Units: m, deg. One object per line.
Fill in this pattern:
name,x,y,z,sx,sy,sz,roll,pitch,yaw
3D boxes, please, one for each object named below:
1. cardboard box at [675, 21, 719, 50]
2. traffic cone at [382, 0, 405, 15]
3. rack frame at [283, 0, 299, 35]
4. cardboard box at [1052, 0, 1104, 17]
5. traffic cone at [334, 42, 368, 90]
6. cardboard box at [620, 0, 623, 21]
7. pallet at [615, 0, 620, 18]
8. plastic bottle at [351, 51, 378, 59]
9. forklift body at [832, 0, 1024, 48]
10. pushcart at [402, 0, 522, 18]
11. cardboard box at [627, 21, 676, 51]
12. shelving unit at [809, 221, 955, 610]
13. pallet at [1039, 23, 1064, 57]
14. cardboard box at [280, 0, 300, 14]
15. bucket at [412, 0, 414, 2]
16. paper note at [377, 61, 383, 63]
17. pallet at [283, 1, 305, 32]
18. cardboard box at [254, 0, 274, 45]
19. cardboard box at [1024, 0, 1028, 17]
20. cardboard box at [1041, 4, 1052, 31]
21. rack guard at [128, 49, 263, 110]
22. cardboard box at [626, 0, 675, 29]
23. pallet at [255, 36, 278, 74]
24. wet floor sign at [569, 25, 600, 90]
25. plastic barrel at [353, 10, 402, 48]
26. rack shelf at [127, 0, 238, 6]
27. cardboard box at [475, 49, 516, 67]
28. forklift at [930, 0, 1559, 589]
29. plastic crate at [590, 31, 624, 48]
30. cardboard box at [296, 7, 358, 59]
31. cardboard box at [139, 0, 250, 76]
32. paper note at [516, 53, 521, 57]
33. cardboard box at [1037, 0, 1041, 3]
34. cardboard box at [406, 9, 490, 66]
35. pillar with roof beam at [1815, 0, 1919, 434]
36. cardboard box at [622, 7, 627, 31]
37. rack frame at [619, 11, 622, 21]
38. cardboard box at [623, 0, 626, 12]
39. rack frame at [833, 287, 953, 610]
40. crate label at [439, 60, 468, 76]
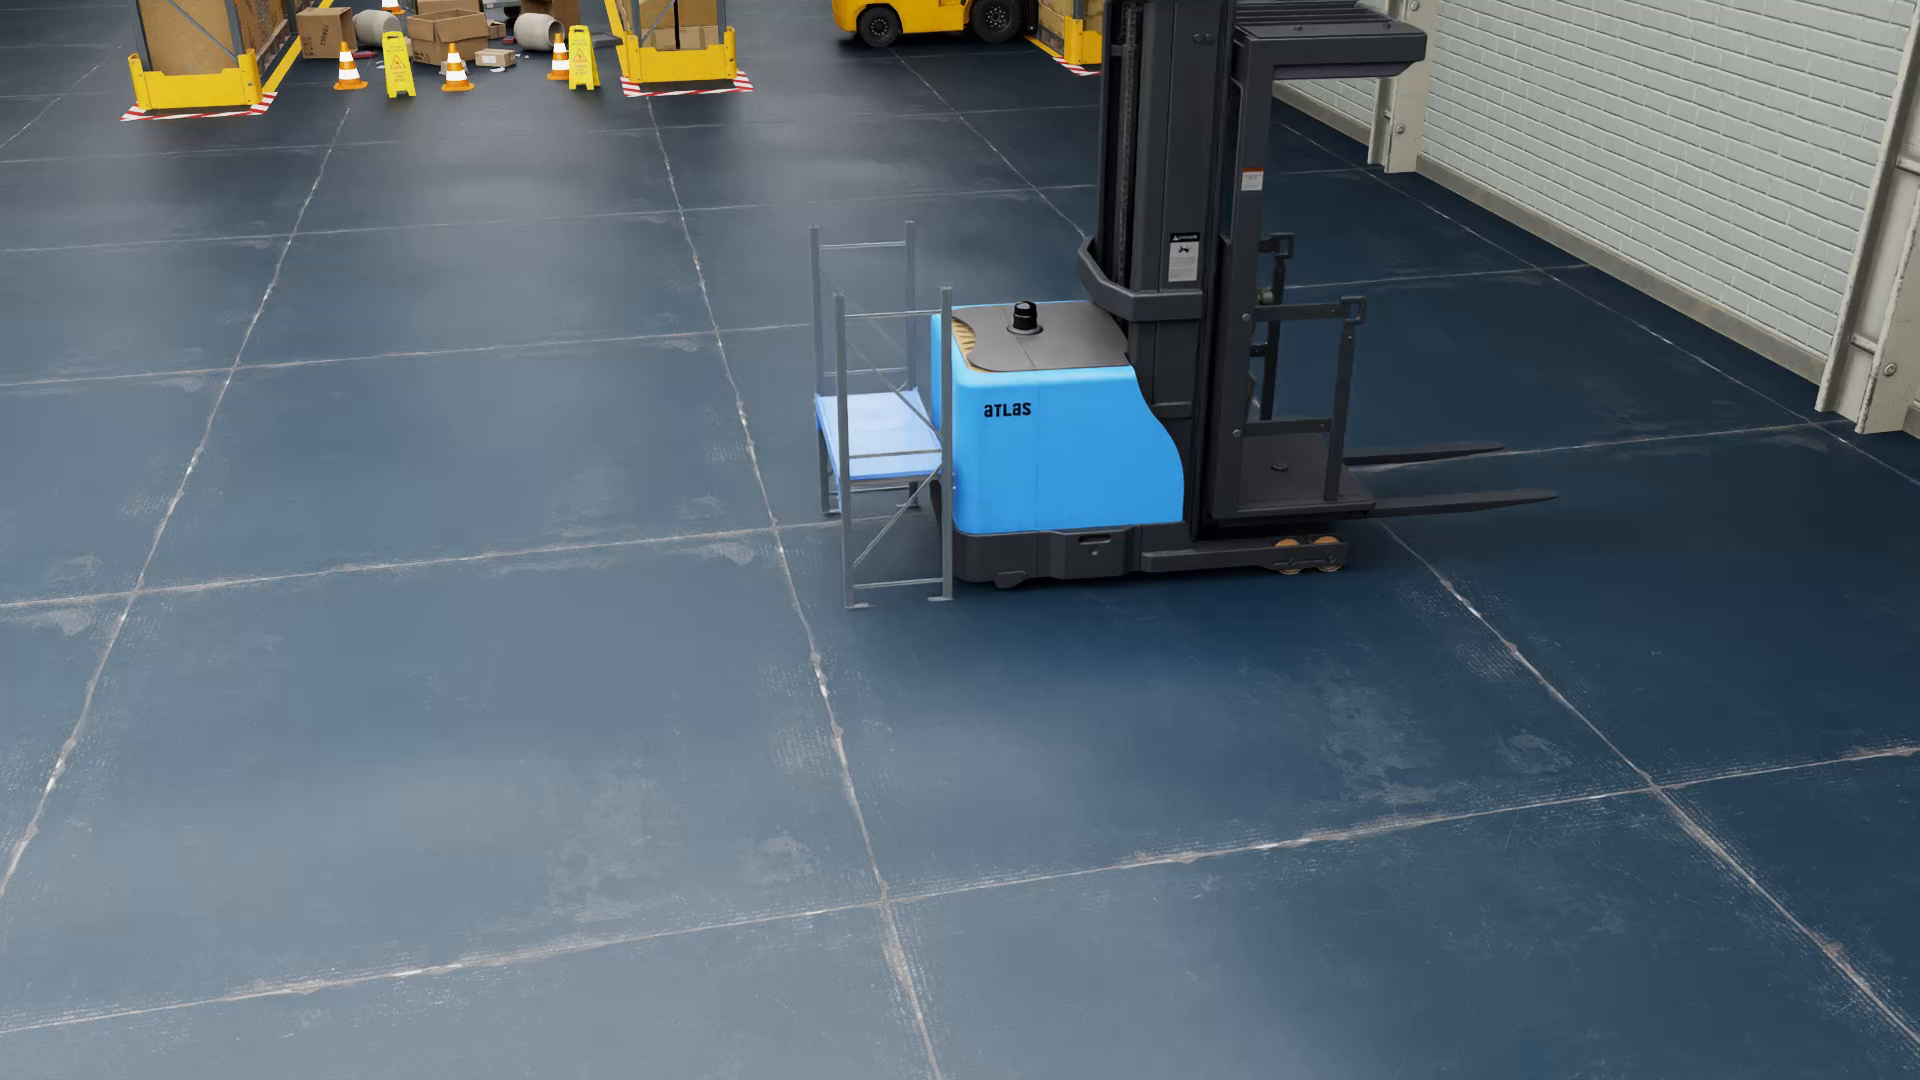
cardboard box,-2.954,-5.751,18.900,0.500,0.250,0.500,-6,27,-12
traffic cone,-7.574,-7.227,22.055,0.336,0.463,0.334,-6,27,-12
rack frame,-8.743,-7.617,20.013,1.000,3.000,0.127,-6,27,-12
cardboard box,1.380,-6.279,19.392,0.500,0.250,0.500,-6,27,-12
traffic cone,-6.577,-5.106,17.853,0.336,0.463,0.334,-6,27,-12
cardboard box,-3.942,-6.605,20.592,0.500,0.250,0.500,-4,27,-9
pallet,-4.120,-7.261,22.402,1.003,0.211,1.213,-6,27,-12
plastic bottle,-6.950,-5.660,19.395,0.283,0.061,0.133,-16,31,-29
forklift body,-0.411,-7.182,20.093,2.313,2.155,1.214,-6,27,-12
pushcart,-6.153,-6.740,21.185,1.648,0.377,0.936,-16,31,-29
cardboard box,-3.491,-5.707,18.813,0.500,0.250,0.500,-6,27,-12
shelving unit,-0.375,-0.602,7.779,0.538,1.500,1.048,-5,27,-9
pallet,1.581,-6.001,19.905,1.003,0.211,1.213,-6,27,-12
cardboard box,-8.970,-7.064,20.947,1.050,0.750,0.750,-6,27,-12
bucket,-6.466,-7.009,20.754,0.726,0.611,0.620,3,17,6
paper note,-6.678,-5.500,19.135,0.032,0.001,0.123,8,28,15
pallet,-8.990,-6.704,21.297,1.003,0.211,1.213,-6,27,-12
cardboard box,-8.462,-6.178,19.053,0.875,0.875,0.875,-6,27,-11
cardboard box,1.034,-6.714,20.808,0.500,0.250,0.500,-5,27,-10
cardboard box,1.277,-6.268,19.924,0.500,0.250,0.500,-6,27,-12
rack guard,-7.836,-4.735,17.076,1.175,0.500,0.348,-6,27,-12
cardboard box,-3.476,-6.028,18.618,0.500,0.500,0.500,-6,27,-11
pallet,-8.369,-5.494,18.901,1.003,0.211,1.213,-6,27,-12
wet floor sign,-4.041,-5.165,17.768,0.267,0.644,0.232,3,27,6
plastic barrel,-6.993,-6.125,19.915,0.512,0.421,0.421,13,30,24
rack shelf,-8.292,-6.418,18.436,1.077,0.370,4.000,-6,27,-12
cardboard box,-5.305,-5.506,18.993,0.380,0.149,0.250,8,28,15
forklift,1.407,-1.375,7.722,3.031,2.935,1.130,-4,27,-8
plastic crate,-4.388,-6.089,20.224,0.402,0.080,0.583,-16,31,-29
cardboard box,-7.393,-5.925,19.432,0.500,0.500,0.500,-1,27,-3
cardboard box,-8.058,-5.391,17.495,0.875,0.875,0.875,-6,27,-11
paper note,-5.239,-5.679,19.480,0.148,0.019,0.142,3,27,6
cardboard box,1.140,-6.725,20.276,0.500,0.250,0.500,-7,28,-13
cardboard box,-5.904,-5.808,19.199,0.637,0.503,0.797,19,32,32
pillar with roof beam,1.025,-4.284,6.751,9.100,9.000,0.400,-6,27,-12
cardboard box,-3.718,-6.153,19.698,0.500,0.250,0.500,-7,28,-13
rack frame,-3.943,-8.165,21.097,1.000,3.000,0.127,-6,27,-12
cardboard box,-3.704,-6.479,19.512,0.500,0.500,0.500,-7,28,-13
rack frame,-0.283,-0.377,7.332,0.500,1.500,0.032,-5,27,-9
crate label,-5.638,-5.265,18.530,0.250,0.136,0.298,-23,35,-38
